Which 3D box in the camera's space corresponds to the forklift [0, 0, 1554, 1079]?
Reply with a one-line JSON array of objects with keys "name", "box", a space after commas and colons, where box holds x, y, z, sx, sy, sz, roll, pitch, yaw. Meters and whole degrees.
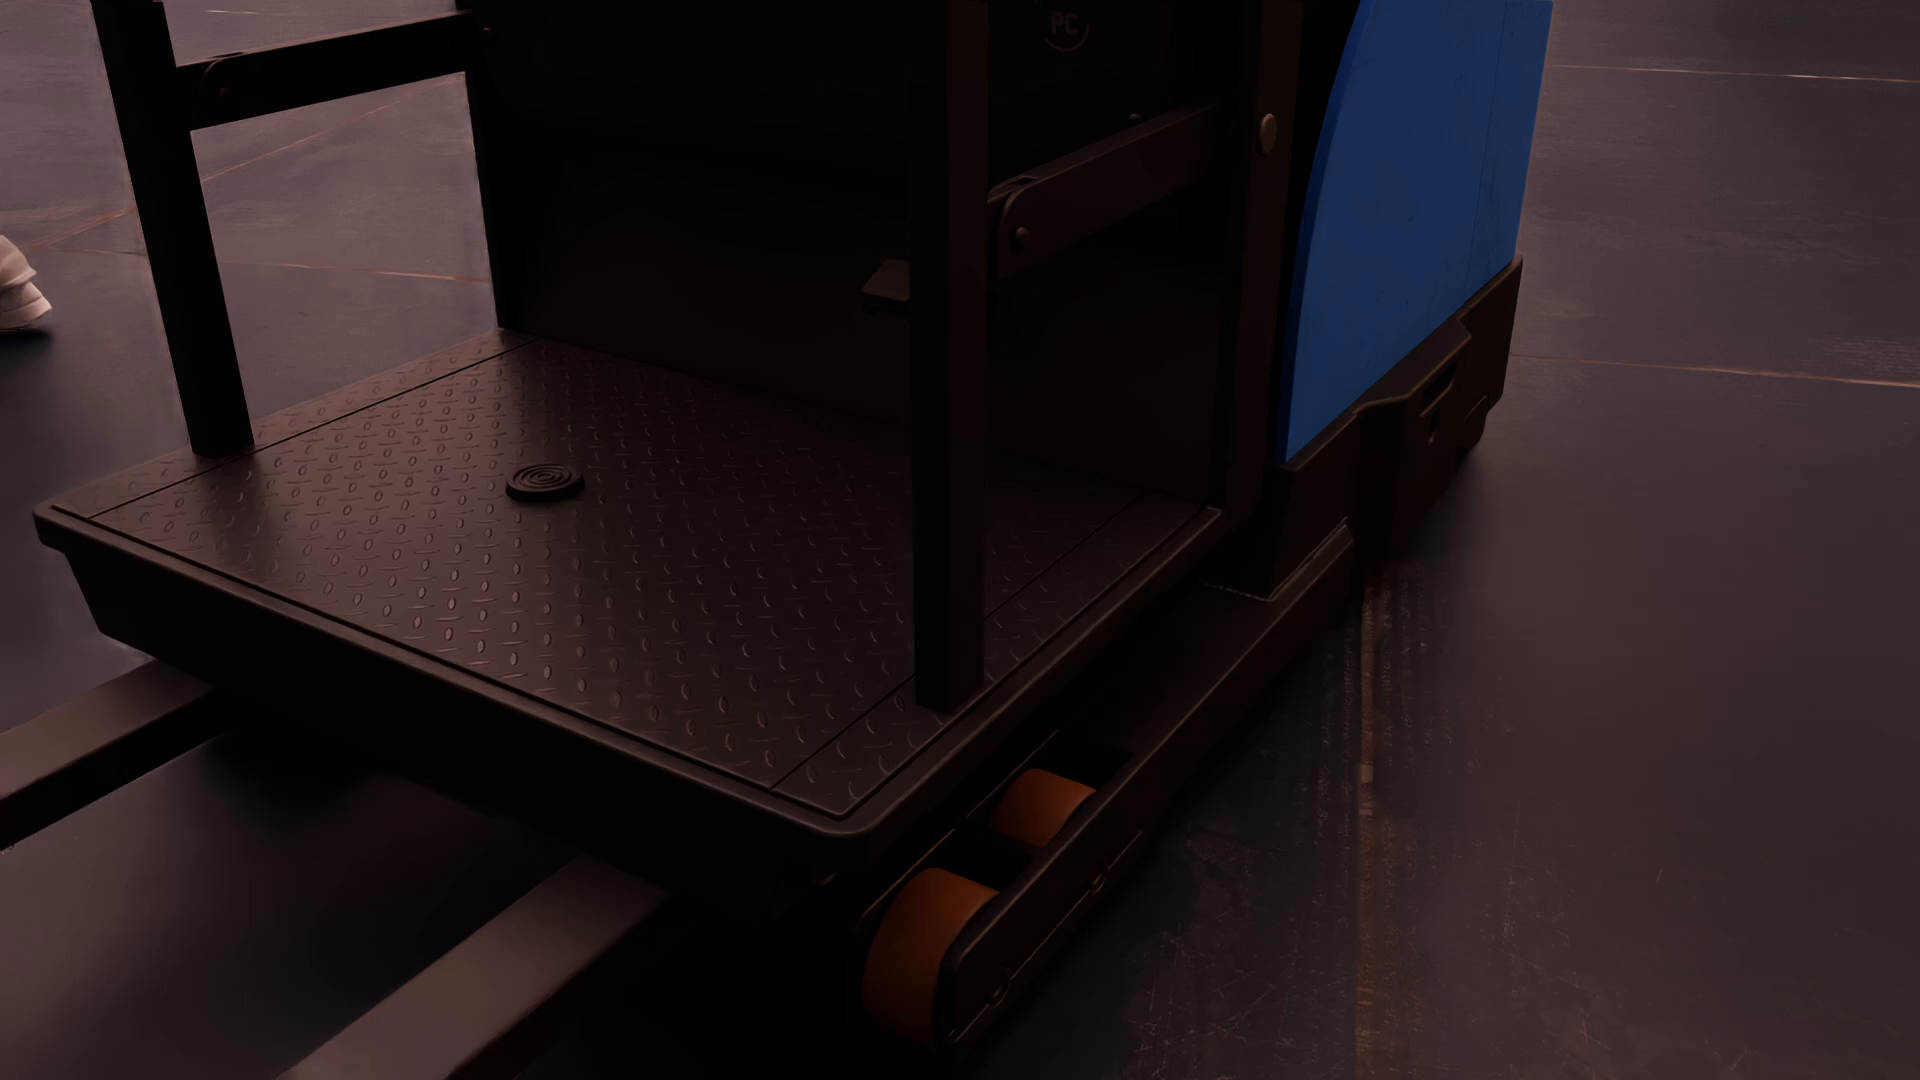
[{"name": "forklift", "box": [-0.285, -1.073, 1.372, 1.130, 2.935, 3.031, 16, 31, 29]}]

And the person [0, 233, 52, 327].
[{"name": "person", "box": [-2.001, -1.073, 2.894, 0.693, 1.644, 0.569, -8, 28, -15]}]
